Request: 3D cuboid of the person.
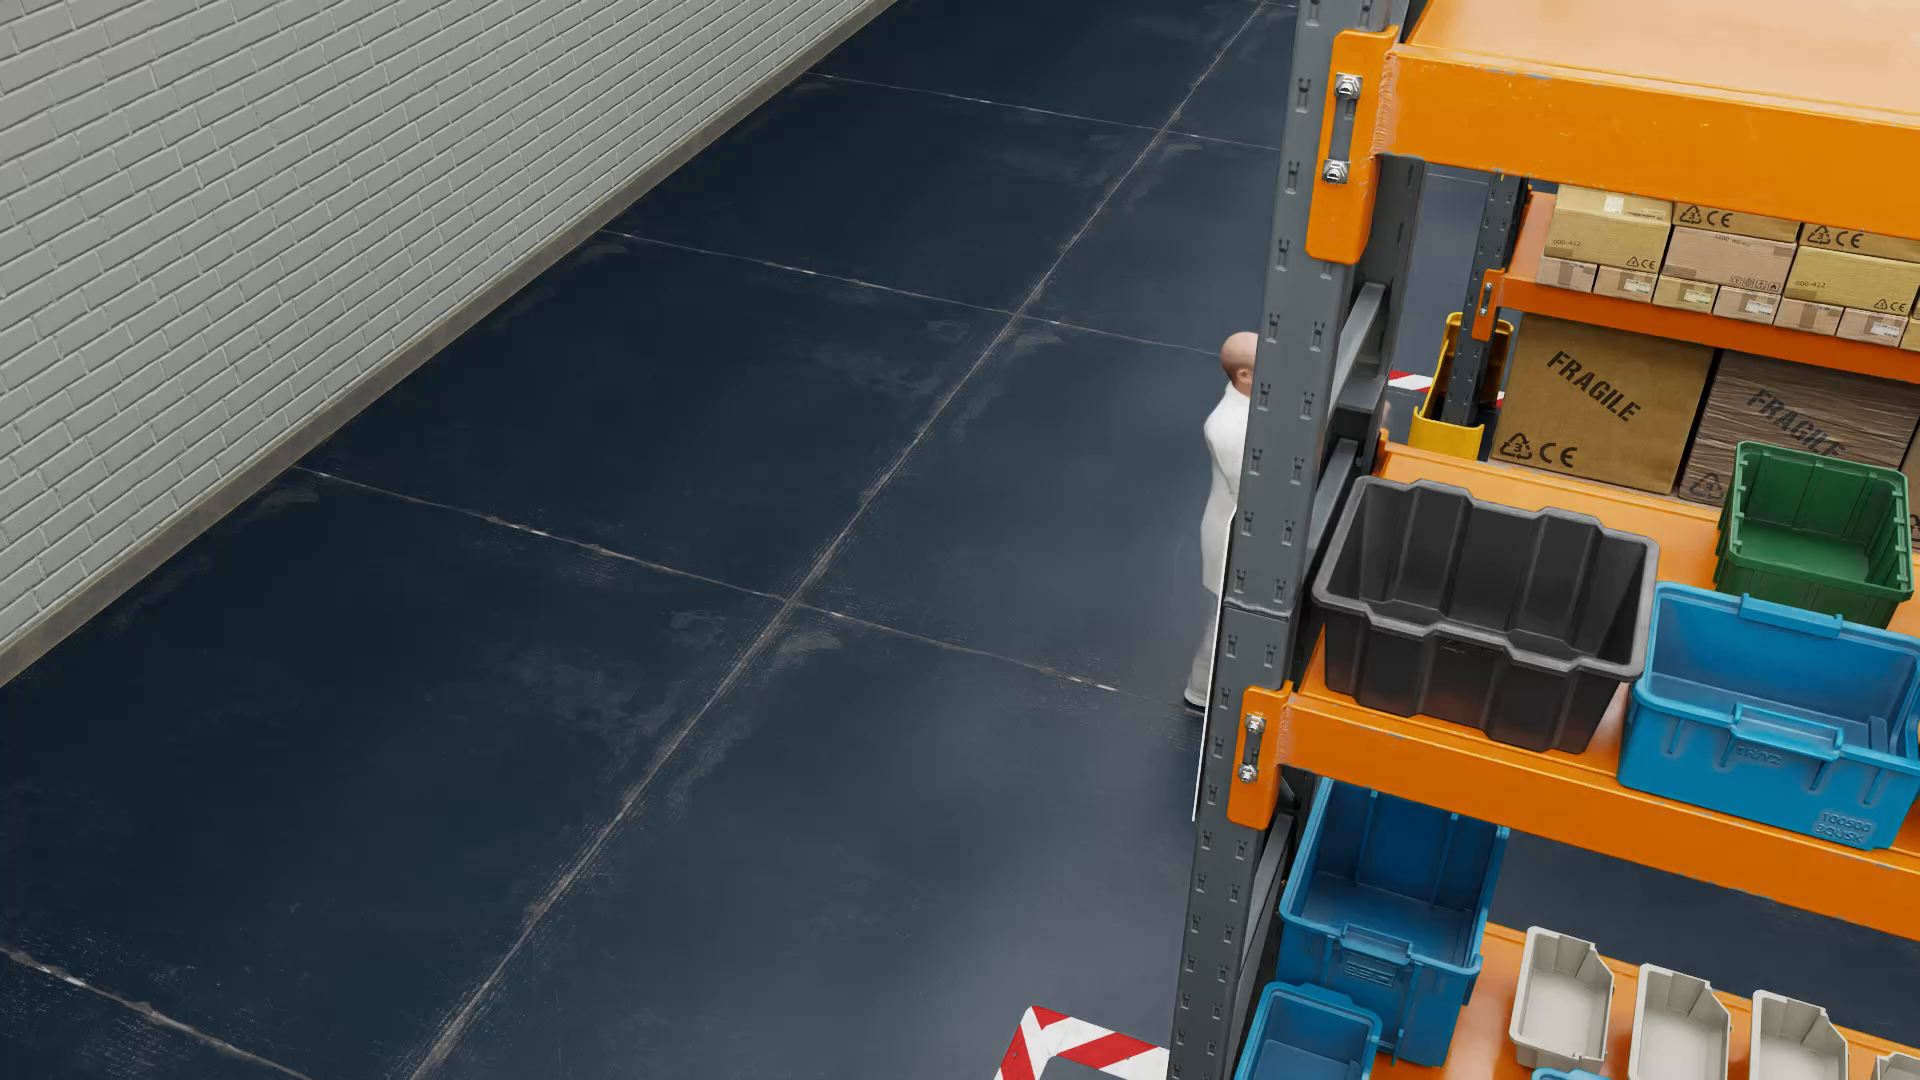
[{"bbox_3d":[1.276,-0.037,6.886,0.563,1.769,0.530,14,39,18],"label":"person"}]
